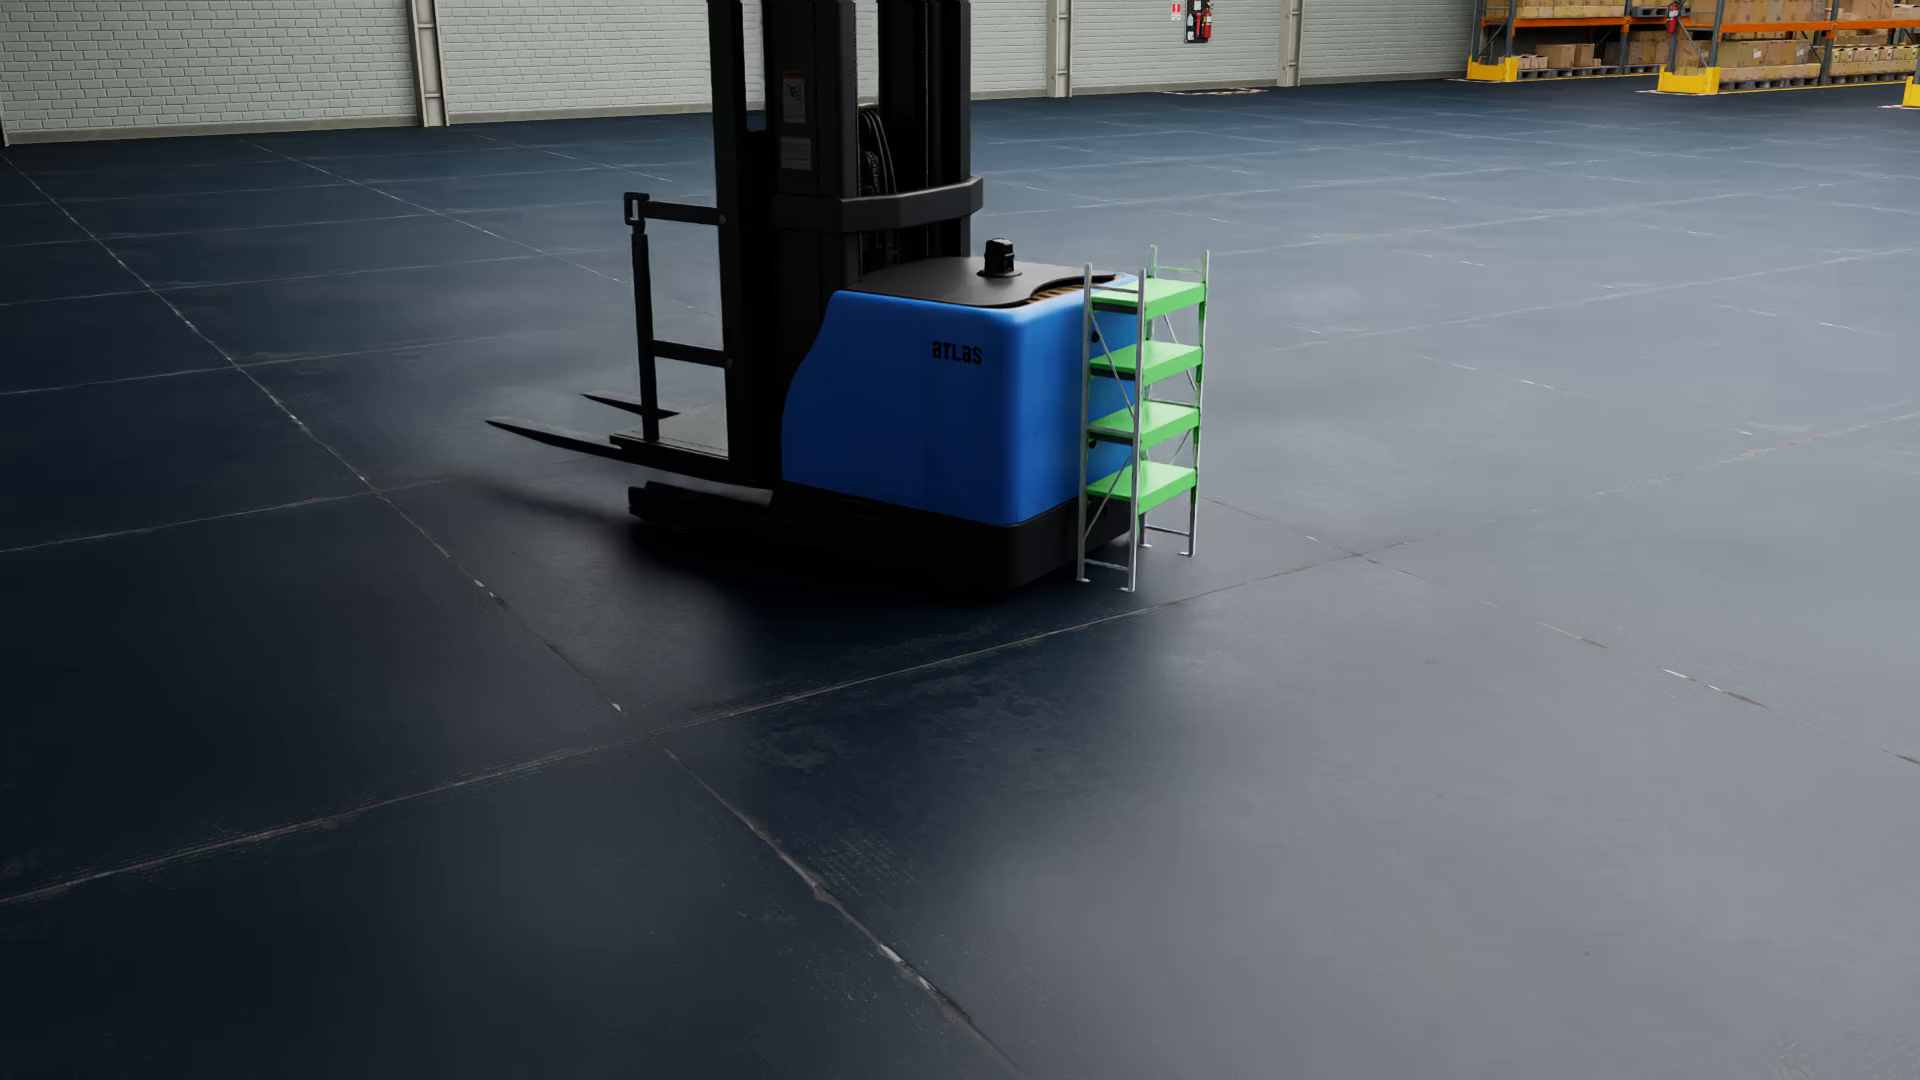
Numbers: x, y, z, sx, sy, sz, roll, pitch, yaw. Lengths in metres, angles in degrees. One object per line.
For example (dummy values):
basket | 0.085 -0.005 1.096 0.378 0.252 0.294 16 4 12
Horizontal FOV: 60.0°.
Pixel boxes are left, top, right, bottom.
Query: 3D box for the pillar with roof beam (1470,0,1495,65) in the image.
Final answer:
pillar with roof beam | 14.287 -13.741 33.339 0.400 9.000 9.100 -12 22 -31

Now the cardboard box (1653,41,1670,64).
cardboard box | 16.610 -11.742 40.010 0.500 0.500 0.700 -12 22 -31

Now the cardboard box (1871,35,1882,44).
cardboard box | 24.226 -13.291 44.622 0.500 0.500 0.700 -12 22 -32

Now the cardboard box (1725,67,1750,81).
cardboard box | 15.524 -9.392 33.480 0.500 0.250 0.500 -12 22 -31

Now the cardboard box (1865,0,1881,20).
cardboard box | 19.388 -11.435 35.730 0.500 0.500 0.500 -12 22 -31

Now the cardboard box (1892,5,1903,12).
cardboard box | 20.366 -11.633 36.609 0.500 0.311 0.500 -12 22 -32

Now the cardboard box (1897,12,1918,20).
cardboard box | 20.621 -11.429 36.261 0.250 0.149 0.380 -12 22 -31

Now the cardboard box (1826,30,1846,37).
cardboard box | 22.900 -13.248 43.481 0.250 0.149 0.380 -11 22 -30

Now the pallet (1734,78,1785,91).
pallet | 16.172 -9.410 34.250 1.213 0.211 1.003 -12 22 -31

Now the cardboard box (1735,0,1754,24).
cardboard box | 15.371 -10.592 33.234 0.500 0.500 0.700 -11 22 -30

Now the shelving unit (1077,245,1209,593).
shelving unit | 0.684 -0.460 6.233 0.258 1.200 0.503 12 22 32

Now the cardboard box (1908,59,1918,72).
cardboard box | 20.915 -10.519 36.814 0.500 0.250 0.500 -11 22 -30

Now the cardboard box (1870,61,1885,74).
cardboard box | 19.636 -10.248 36.013 0.500 0.250 0.500 -11 22 -30

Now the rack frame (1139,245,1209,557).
rack frame | 0.822 -0.525 6.424 0.240 1.200 0.015 12 22 32

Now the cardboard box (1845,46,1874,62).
cardboard box | 19.214 -10.423 35.653 0.500 0.311 0.500 -13 22 -33

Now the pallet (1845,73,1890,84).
pallet | 19.493 -10.112 36.325 1.213 0.211 1.003 -12 22 -31

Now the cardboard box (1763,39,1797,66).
cardboard box | 16.773 -10.014 34.147 0.500 0.500 0.500 -12 22 -31

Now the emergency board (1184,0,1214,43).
emergency board | 4.824 -10.569 33.323 0.643 1.169 0.194 -12 22 -31

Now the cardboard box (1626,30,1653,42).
cardboard box | 16.123 -11.993 39.580 0.500 0.250 0.500 -12 22 -33

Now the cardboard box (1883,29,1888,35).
cardboard box | 24.637 -13.615 44.568 0.250 0.149 0.380 -12 22 -32

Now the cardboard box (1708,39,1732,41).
cardboard box | 15.650 -9.977 34.040 0.500 0.500 0.500 -12 22 -31

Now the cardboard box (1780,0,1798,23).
cardboard box | 16.654 -10.862 34.033 0.500 0.500 0.700 -12 22 -31

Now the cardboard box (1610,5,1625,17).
cardboard box | 14.923 -12.174 38.275 0.500 0.250 0.500 -12 22 -31

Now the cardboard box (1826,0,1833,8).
cardboard box | 22.295 -14.043 43.131 0.700 0.700 0.980 -12 22 -31

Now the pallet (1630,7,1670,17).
pallet | 15.870 -12.405 39.055 1.213 0.211 1.003 -12 22 -31

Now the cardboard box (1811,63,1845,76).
cardboard box | 18.352 -9.977 35.211 0.500 0.250 0.500 -13 22 -33

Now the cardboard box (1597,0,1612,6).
cardboard box | 14.513 -12.439 37.886 0.500 0.500 0.500 -12 22 -32

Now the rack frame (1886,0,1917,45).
rack frame | 21.220 -11.781 36.908 0.127 3.000 1.000 -12 22 -31

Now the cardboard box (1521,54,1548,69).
cardboard box | 12.914 -10.829 37.604 0.500 0.311 0.500 -10 21 -27

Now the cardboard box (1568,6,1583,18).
cardboard box | 13.671 -11.907 37.485 0.500 0.250 0.500 -12 22 -31

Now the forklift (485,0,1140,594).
forklift | -0.768 -1.542 6.731 3.031 2.935 1.130 13 22 33

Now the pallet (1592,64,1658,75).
pallet | 15.801 -11.217 39.595 1.213 0.211 1.003 -12 22 -31

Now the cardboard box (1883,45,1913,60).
cardboard box | 20.487 -10.691 36.447 0.500 0.311 0.500 -12 22 -32

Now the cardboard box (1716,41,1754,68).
cardboard box | 15.525 -9.747 33.358 0.500 0.500 0.500 -12 22 -31

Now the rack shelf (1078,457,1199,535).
rack shelf | 0.684 -0.172 6.330 0.258 0.148 0.480 12 22 32

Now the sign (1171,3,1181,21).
sign | 4.305 -10.516 33.111 0.234 0.329 0.001 -12 22 -31

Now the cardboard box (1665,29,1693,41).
cardboard box | 17.409 -12.260 40.371 0.500 0.250 0.500 -11 22 -30

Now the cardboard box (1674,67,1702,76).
cardboard box | 14.824 -9.441 33.626 0.500 0.250 0.500 -12 22 -31

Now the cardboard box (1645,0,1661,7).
cardboard box | 16.066 -12.833 39.178 0.500 0.500 0.700 -9 21 -26

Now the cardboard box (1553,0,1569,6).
cardboard box | 13.228 -12.167 37.083 0.500 0.500 0.500 -13 22 -33

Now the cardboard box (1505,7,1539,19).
cardboard box | 12.393 -11.635 36.681 0.500 0.250 0.500 -13 22 -33

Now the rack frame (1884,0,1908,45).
rack frame | 25.174 -14.514 44.993 0.127 3.000 1.000 -12 22 -31

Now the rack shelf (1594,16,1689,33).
rack shelf | 16.822 -12.412 39.898 4.000 0.370 1.077 -12 22 -31

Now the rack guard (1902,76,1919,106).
rack guard | 17.297 -7.888 29.296 0.348 0.500 1.175 -12 22 -31

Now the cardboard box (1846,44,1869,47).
cardboard box | 19.760 -10.745 36.606 0.500 0.311 0.500 -13 22 -33

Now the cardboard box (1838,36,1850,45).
cardboard box | 22.935 -13.016 43.810 0.500 0.500 0.700 -12 22 -32

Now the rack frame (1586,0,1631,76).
rack frame | 15.152 -12.401 38.741 0.127 3.000 1.000 -12 22 -31

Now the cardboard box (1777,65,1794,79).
cardboard box | 16.780 -9.655 34.258 0.500 0.250 0.500 -12 22 -31

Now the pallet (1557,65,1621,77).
pallet | 14.610 -10.952 38.810 1.213 0.211 1.003 -12 22 -31

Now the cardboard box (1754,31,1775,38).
cardboard box | 19.914 -12.533 41.833 0.750 0.750 0.750 -12 22 -32

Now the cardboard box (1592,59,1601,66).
cardboard box | 14.721 -11.164 38.822 0.250 0.166 0.380 -16 24 -38

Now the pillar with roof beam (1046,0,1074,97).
pillar with roof beam | 4.265 -11.627 27.087 0.400 9.000 9.100 -12 22 -31

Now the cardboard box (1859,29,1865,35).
cardboard box | 24.007 -13.628 44.607 0.250 0.149 0.380 -12 22 -31

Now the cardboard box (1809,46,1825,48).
cardboard box | 18.491 -10.480 35.821 0.500 0.311 0.500 -11 22 -30
